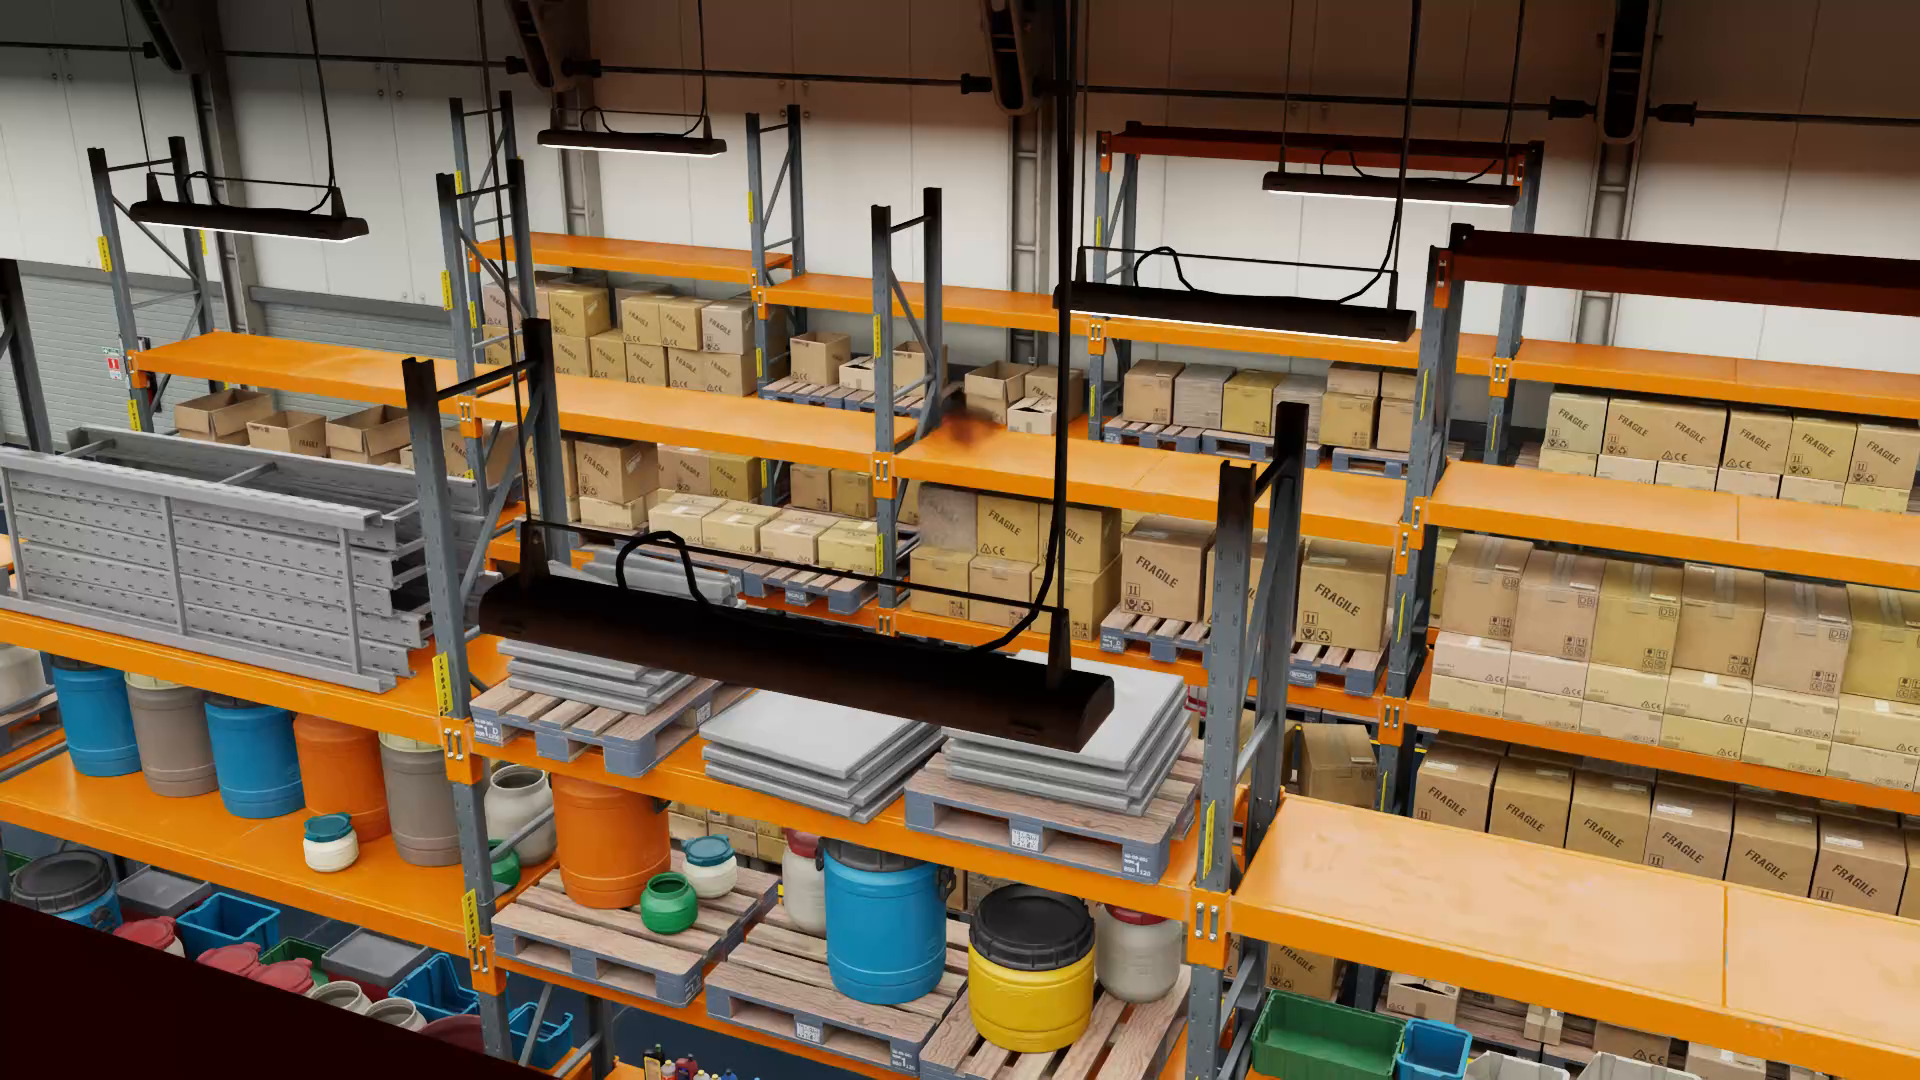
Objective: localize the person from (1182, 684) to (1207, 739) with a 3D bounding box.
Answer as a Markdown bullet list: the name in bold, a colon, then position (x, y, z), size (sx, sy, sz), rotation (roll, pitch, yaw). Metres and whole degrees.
- **person**: position (2.300, 1.683, 15.696), size (0.595, 1.783, 0.483), rotation (12, 24, 29)
